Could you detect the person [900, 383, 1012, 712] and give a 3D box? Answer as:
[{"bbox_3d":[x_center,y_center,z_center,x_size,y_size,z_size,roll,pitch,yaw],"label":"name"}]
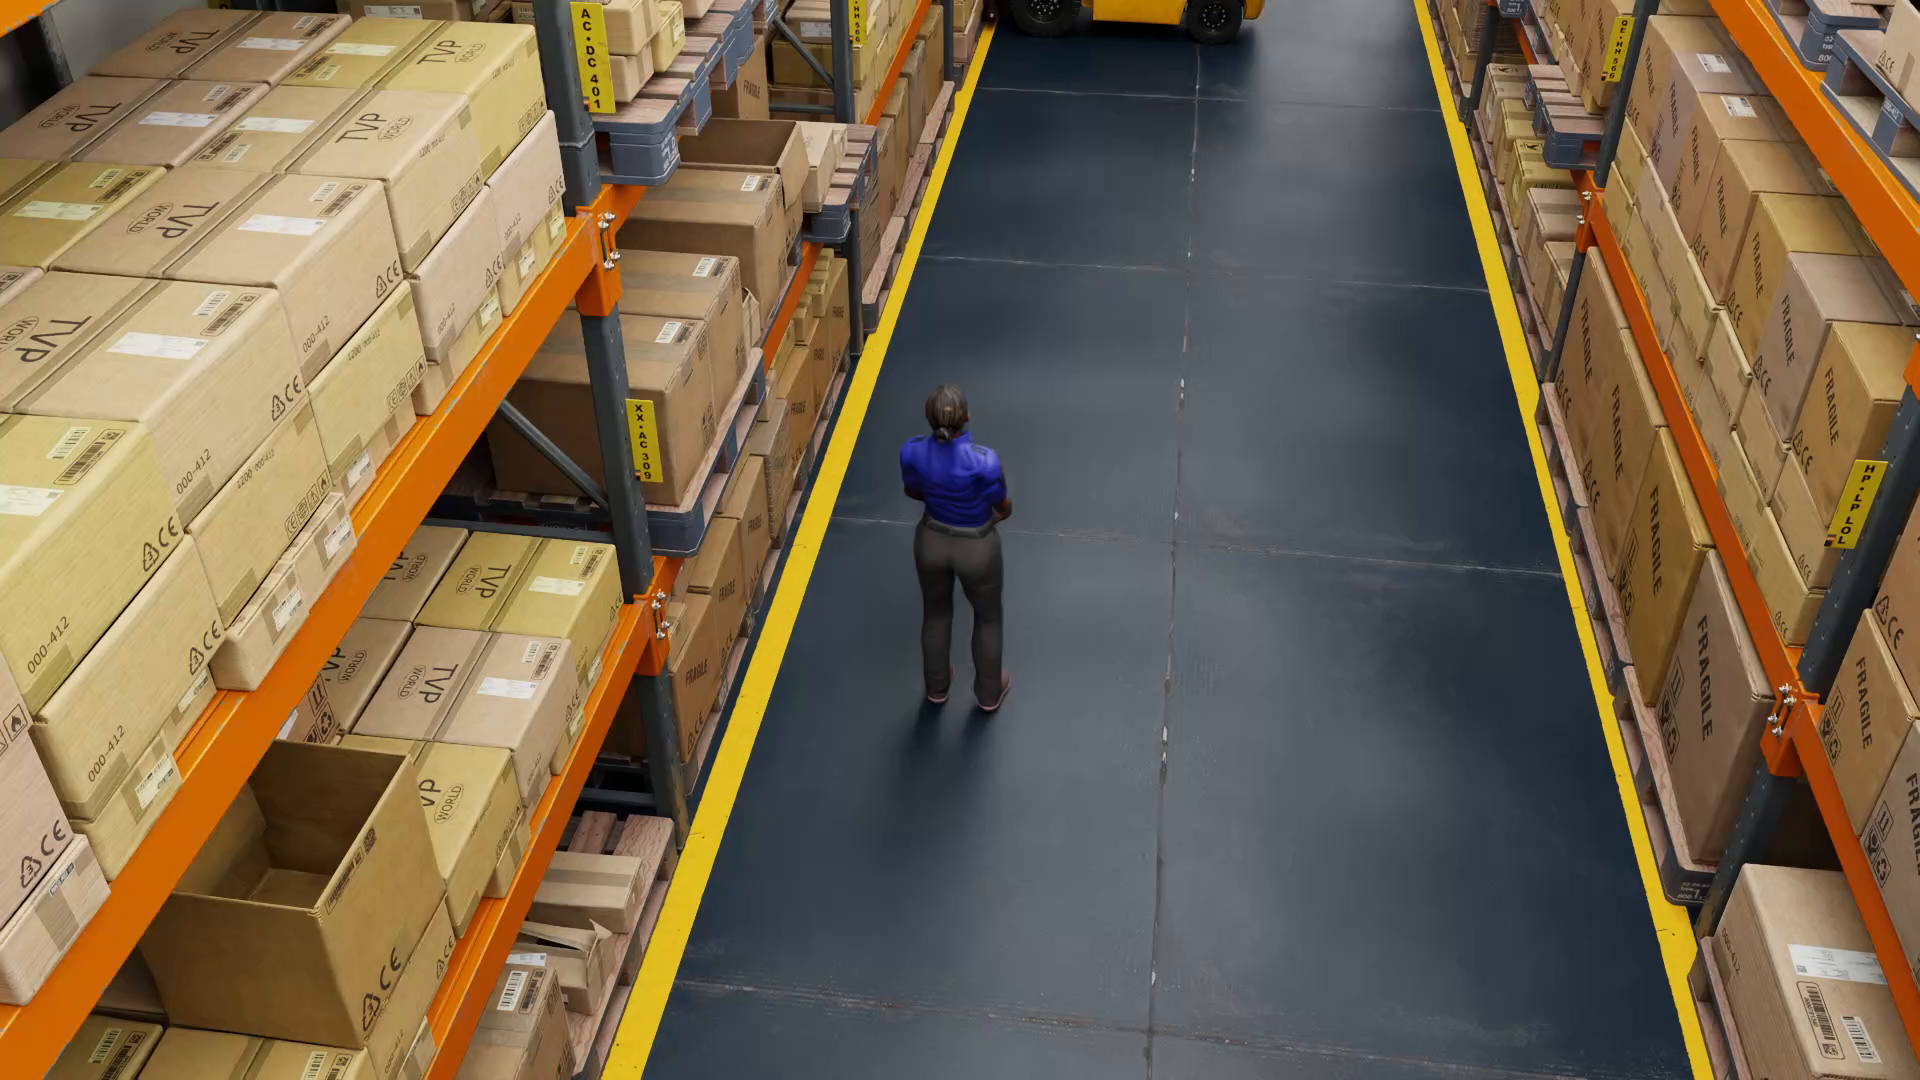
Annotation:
[{"bbox_3d":[0.004,-0.002,7.046,0.456,1.656,0.503,11,38,15],"label":"person"}]
